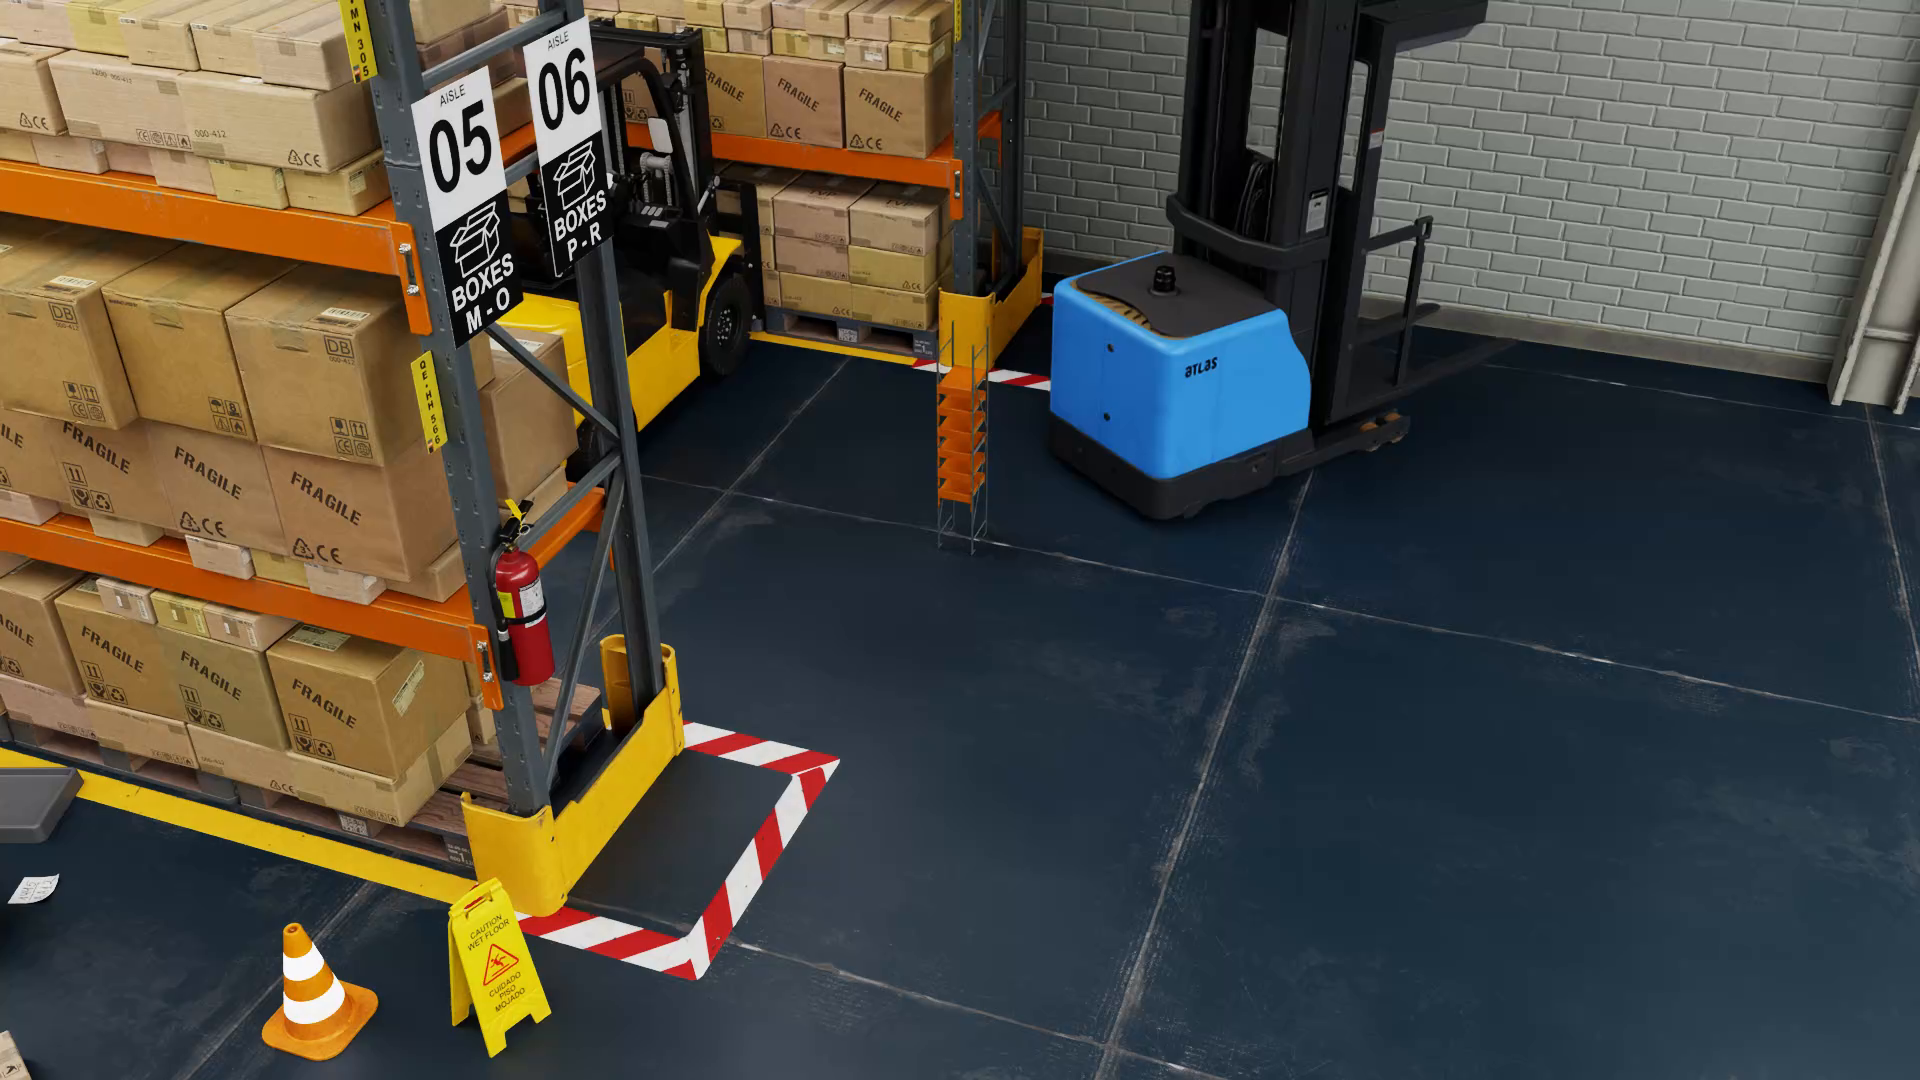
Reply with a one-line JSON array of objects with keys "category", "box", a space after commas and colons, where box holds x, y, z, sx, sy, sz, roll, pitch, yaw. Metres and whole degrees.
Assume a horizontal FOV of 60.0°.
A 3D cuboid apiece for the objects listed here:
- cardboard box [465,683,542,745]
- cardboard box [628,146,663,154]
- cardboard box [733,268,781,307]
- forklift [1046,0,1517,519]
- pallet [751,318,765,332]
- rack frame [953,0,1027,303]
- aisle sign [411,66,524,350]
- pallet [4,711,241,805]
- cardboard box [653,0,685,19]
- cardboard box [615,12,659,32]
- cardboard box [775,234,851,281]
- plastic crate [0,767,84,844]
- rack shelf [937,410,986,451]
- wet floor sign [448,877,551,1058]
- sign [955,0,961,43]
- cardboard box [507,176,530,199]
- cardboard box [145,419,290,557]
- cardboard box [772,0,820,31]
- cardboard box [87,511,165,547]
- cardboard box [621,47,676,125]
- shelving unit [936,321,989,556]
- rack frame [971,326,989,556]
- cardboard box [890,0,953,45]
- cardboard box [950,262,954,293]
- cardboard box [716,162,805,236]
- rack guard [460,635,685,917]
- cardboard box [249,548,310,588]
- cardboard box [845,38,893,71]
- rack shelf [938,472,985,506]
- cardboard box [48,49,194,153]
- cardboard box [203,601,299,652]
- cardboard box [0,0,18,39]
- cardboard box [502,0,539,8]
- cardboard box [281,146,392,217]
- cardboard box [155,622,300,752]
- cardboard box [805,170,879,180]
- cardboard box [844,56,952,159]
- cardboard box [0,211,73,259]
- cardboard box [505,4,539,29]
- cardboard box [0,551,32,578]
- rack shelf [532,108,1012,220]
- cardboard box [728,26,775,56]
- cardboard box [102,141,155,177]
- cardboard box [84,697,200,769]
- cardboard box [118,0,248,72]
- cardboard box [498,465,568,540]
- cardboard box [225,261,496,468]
[{"category": "cardboard box", "box": [-2.151, 0.593, 7.215, 0.500, 0.250, 0.500, 11, 34, 16]}, {"category": "cardboard box", "box": [-2.097, -2.630, 11.284, 0.500, 0.250, 0.500, 11, 35, 17]}, {"category": "cardboard box", "box": [-1.295, -1.771, 10.875, 0.500, 0.250, 0.500, 11, 35, 17]}, {"category": "forklift", "box": [1.993, -1.954, 9.075, 3.031, 2.935, 1.130, -20, 38, -28]}, {"category": "pallet", "box": [-1.692, -1.804, 11.349, 1.213, 0.211, 1.003, 11, 34, 16]}, {"category": "rack frame", "box": [0.186, -2.633, 10.062, 0.127, 3.000, 1.000, 11, 34, 16]}, {"category": "aisle sign", "box": [-1.524, -1.030, 5.183, 0.004, 0.787, 0.394, 11, 34, 16]}, {"category": "pallet", "box": [-3.454, 0.669, 7.519, 1.213, 0.211, 1.003, 11, 34, 16]}, {"category": "cardboard box", "box": [-1.668, -3.308, 10.143, 0.250, 0.149, 0.380, 12, 35, 17]}, {"category": "cardboard box", "box": [-1.919, -3.193, 10.240, 0.250, 0.149, 0.380, 10, 34, 15]}, {"category": "cardboard box", "box": [-0.846, -1.891, 10.600, 0.500, 0.250, 0.500, 11, 34, 16]}, {"category": "plastic crate", "box": [-4.049, 1.103, 6.968, 0.583, 0.080, 0.402, 0, 33, 0]}, {"category": "rack shelf", "box": [0.014, -0.565, 8.379, 0.180, 0.103, 0.258, 11, 34, 16]}, {"category": "wet floor sign", "box": [-1.667, 1.473, 5.874, 0.232, 0.644, 0.267, 24, 40, 32]}, {"category": "sign", "box": [-0.010, -2.944, 9.259, 0.005, 0.325, 0.100, 11, 34, 16]}, {"category": "cardboard box", "box": [-2.752, -2.458, 11.018, 0.500, 0.250, 0.500, 11, 34, 17]}, {"category": "cardboard box", "box": [-2.558, -0.317, 6.109, 0.500, 0.500, 0.500, 11, 34, 17]}, {"category": "cardboard box", "box": [-0.929, -3.177, 9.941, 0.250, 0.149, 0.380, 11, 35, 17]}, {"category": "cardboard box", "box": [-3.137, -0.149, 6.448, 0.250, 0.149, 0.380, 11, 34, 16]}, {"category": "cardboard box", "box": [-1.810, -2.910, 10.400, 0.500, 0.500, 0.500, 11, 35, 17]}, {"category": "shelving unit", "box": [0.014, -0.501, 8.420, 0.189, 1.200, 0.258, 11, 34, 16]}, {"category": "rack frame", "box": [0.100, -0.485, 8.395, 0.006, 1.200, 0.240, 11, 34, 16]}, {"category": "cardboard box", "box": [-0.222, -3.030, 9.713, 0.250, 0.149, 0.380, 11, 34, 17]}, {"category": "cardboard box", "box": [-0.210, -1.844, 10.988, 0.500, 0.250, 0.500, 11, 34, 17]}, {"category": "cardboard box", "box": [-1.313, -2.177, 10.582, 0.500, 0.250, 0.500, 11, 35, 17]}, {"category": "rack guard", "box": [-1.556, 0.939, 6.835, 0.348, 0.500, 1.175, 11, 34, 16]}, {"category": "cardboard box", "box": [-2.419, 0.001, 6.214, 0.250, 0.149, 0.380, 10, 34, 16]}, {"category": "cardboard box", "box": [-0.485, -2.899, 9.785, 0.250, 0.149, 0.380, 12, 35, 17]}, {"category": "rack shelf", "box": [0.014, -0.262, 8.575, 0.180, 0.103, 0.258, 11, 34, 16]}, {"category": "cardboard box", "box": [-2.526, -1.475, 5.368, 0.500, 0.250, 0.500, 11, 34, 16]}, {"category": "cardboard box", "box": [-2.695, 0.247, 6.460, 0.250, 0.149, 0.380, 12, 35, 18]}, {"category": "cardboard box", "box": [-3.066, -1.785, 5.480, 0.250, 0.149, 0.380, 10, 34, 15]}, {"category": "cardboard box", "box": [-2.652, -3.451, 10.365, 0.250, 0.149, 0.380, 12, 35, 18]}, {"category": "cardboard box", "box": [-1.915, -1.174, 5.270, 0.250, 0.149, 0.380, 11, 34, 17]}, {"category": "cardboard box", "box": [-2.819, 0.459, 6.730, 0.500, 0.500, 0.500, 12, 35, 18]}, {"category": "cardboard box", "box": [-0.674, -2.348, 10.847, 0.500, 0.250, 0.500, 11, 34, 17]}, {"category": "cardboard box", "box": [-0.366, -2.631, 9.967, 0.500, 0.500, 0.500, 10, 34, 15]}, {"category": "cardboard box", "box": [-3.451, -0.966, 6.192, 0.500, 0.500, 0.700, 11, 34, 16]}, {"category": "cardboard box", "box": [-2.662, -3.323, 10.442, 0.250, 0.149, 0.380, 12, 35, 18]}, {"category": "cardboard box", "box": [-3.950, 0.002, 6.840, 0.250, 0.149, 0.380, 13, 35, 19]}, {"category": "rack shelf", "box": [-1.696, -2.696, 10.824, 4.000, 0.370, 1.077, 11, 34, 16]}, {"category": "cardboard box", "box": [-1.206, -3.054, 10.024, 0.250, 0.149, 0.380, 10, 34, 15]}, {"category": "cardboard box", "box": [-2.615, -1.350, 5.541, 0.250, 0.149, 0.380, 11, 35, 17]}, {"category": "cardboard box", "box": [-3.316, 0.679, 7.081, 0.500, 0.250, 0.500, 10, 34, 15]}, {"category": "cardboard box", "box": [-2.379, -1.602, 5.197, 0.250, 0.149, 0.380, 11, 34, 16]}, {"category": "cardboard box", "box": [-1.735, -0.160, 6.464, 0.250, 0.149, 0.380, 11, 34, 17]}, {"category": "cardboard box", "box": [-2.039, -0.666, 5.729, 0.500, 0.500, 0.700, 10, 34, 15]}]
